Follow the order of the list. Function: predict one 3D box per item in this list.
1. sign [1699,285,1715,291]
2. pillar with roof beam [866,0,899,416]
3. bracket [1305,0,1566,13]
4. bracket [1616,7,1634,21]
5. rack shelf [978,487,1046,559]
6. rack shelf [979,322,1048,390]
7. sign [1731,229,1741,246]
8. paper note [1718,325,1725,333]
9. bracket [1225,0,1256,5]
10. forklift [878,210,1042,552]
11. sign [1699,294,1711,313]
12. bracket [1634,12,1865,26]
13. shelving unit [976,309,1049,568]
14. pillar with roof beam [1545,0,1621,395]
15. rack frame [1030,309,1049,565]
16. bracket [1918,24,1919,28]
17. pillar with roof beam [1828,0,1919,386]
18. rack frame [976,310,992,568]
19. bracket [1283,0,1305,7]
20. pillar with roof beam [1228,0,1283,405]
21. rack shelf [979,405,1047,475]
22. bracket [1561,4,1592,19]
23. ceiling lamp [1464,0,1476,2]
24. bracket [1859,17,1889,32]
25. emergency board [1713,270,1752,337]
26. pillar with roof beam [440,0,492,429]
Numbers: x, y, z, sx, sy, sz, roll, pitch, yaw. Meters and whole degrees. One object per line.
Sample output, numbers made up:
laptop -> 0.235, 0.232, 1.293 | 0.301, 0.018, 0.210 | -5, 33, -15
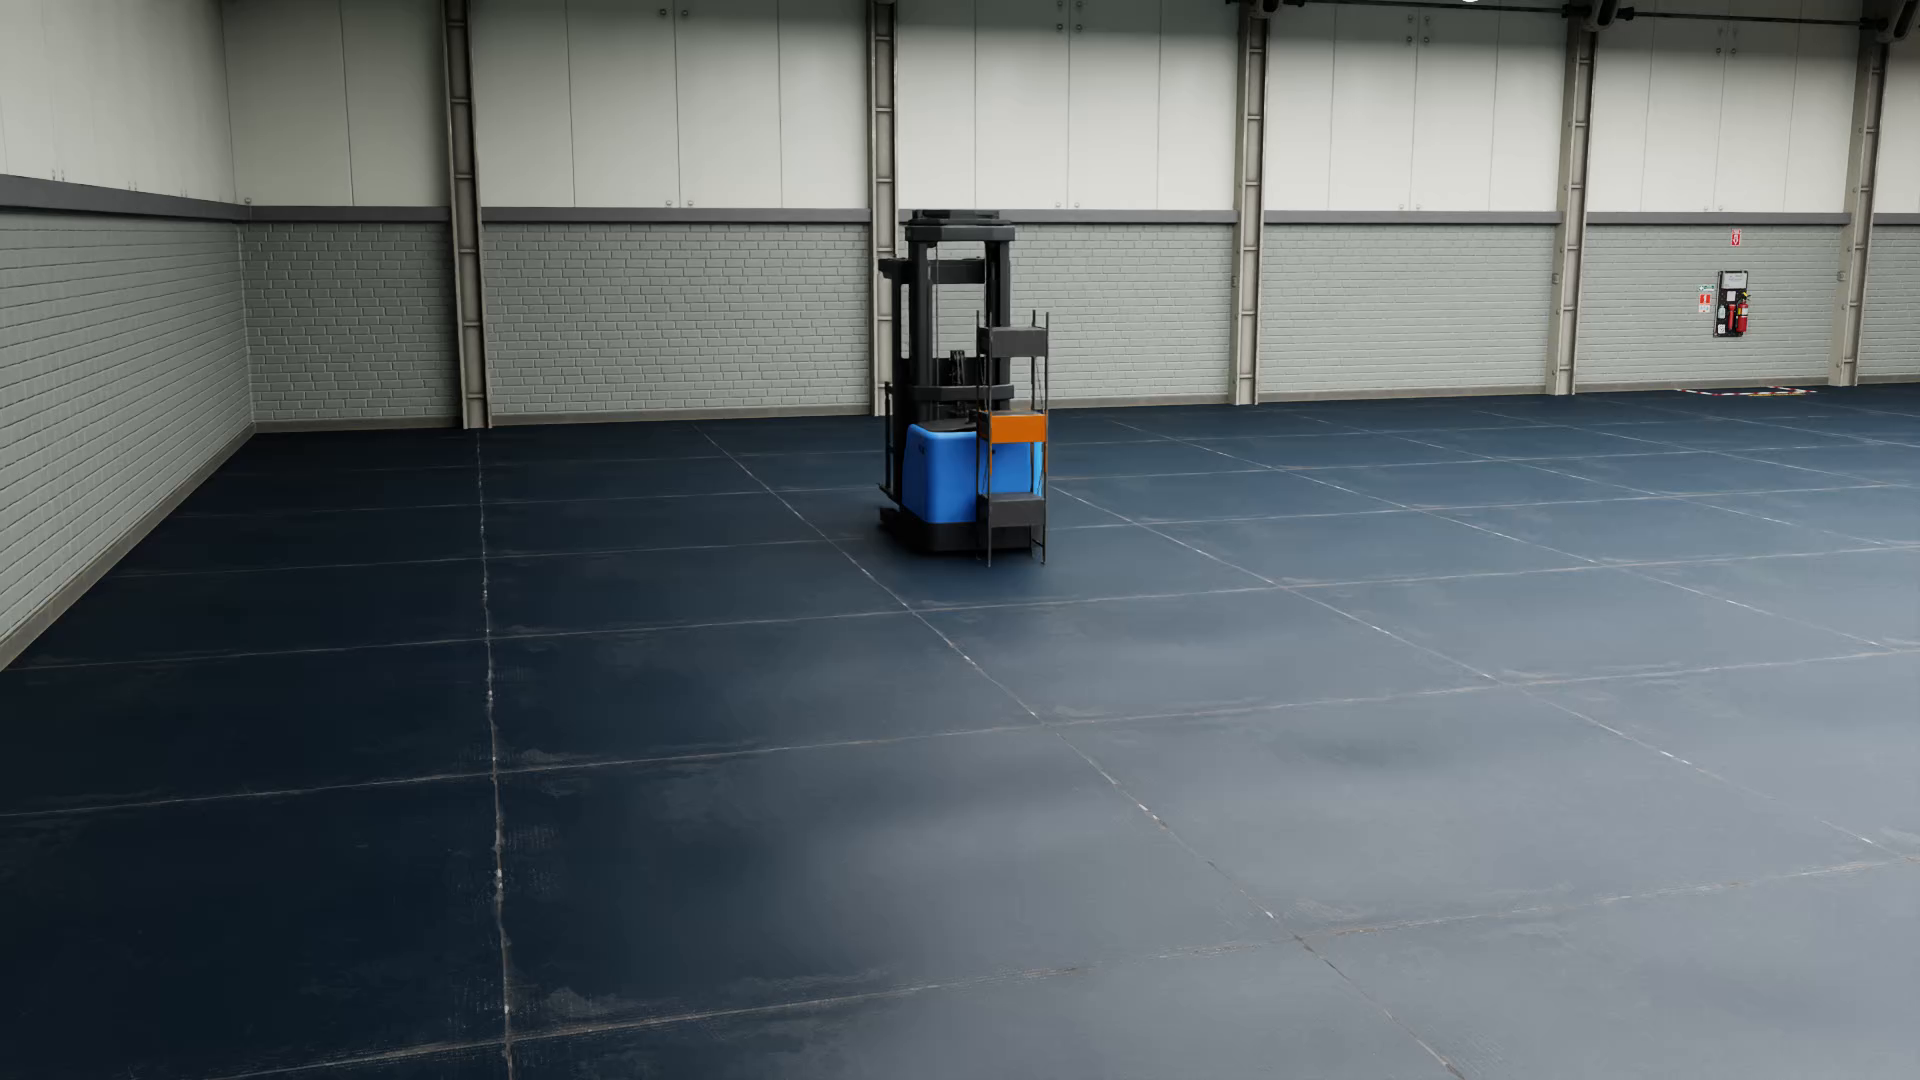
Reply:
sign -> 13.196, -4.454, 29.391 | 0.331, 0.109, 0.001 | -3, 11, -16
pillar with roof beam -> 0.053, -5.596, 20.591 | 0.548, 9.000, 9.100 | -3, 11, -16
bracket -> 7.582, -8.508, 26.467 | 4.783, 0.066, 0.076 | -3, 11, -16
bracket -> 10.869, -8.682, 27.408 | 0.430, 0.232, 0.235 | -3, 11, -16
rack shelf -> 0.429, -0.148, 13.982 | 0.480, 0.518, 0.431 | -3, 11, -15
rack shelf -> 0.431, -1.523, 13.718 | 0.480, 0.518, 0.431 | -3, 11, -15
sign -> 13.714, -5.344, 29.386 | 0.199, 0.298, 0.001 | -3, 11, -16
paper note -> 13.560, -3.757, 29.600 | 0.142, 0.148, 0.016 | -3, 11, -16
bracket -> 4.311, -8.336, 25.530 | 0.430, 0.232, 0.235 | -3, 11, -16
forklift -> -0.136, -1.559, 15.422 | 1.130, 2.935, 3.031 | -3, 11, -14
sign -> 13.189, -4.194, 29.446 | 0.234, 0.329, 0.001 | -3, 11, -16
bracket -> 13.343, -8.812, 28.116 | 4.783, 0.066, 0.076 | -3, 11, -16
shelving unit -> 0.430, -0.849, 13.847 | 0.503, 2.100, 0.431 | -3, 11, -15
pillar with roof beam -> 11.575, -6.204, 23.890 | 0.548, 9.000, 9.100 | -3, 11, -16
rack frame -> 0.665, -0.860, 13.910 | 0.015, 2.100, 0.400 | -3, 11, -15
bracket -> 19.104, -9.116, 29.766 | 4.783, 0.066, 0.076 | -3, 11, -16
pillar with roof beam -> 17.336, -6.507, 25.539 | 0.548, 9.000, 9.100 | -3, 11, -16
rack frame -> 0.194, -0.837, 13.784 | 0.015, 2.100, 0.400 | -3, 11, -15
bracket -> 5.108, -8.378, 25.759 | 0.430, 0.232, 0.235 | -3, 11, -16
pillar with roof beam -> 5.814, -5.900, 22.241 | 0.548, 9.000, 9.100 | -3, 11, -16
rack shelf -> 0.430, -0.835, 13.850 | 0.480, 0.518, 0.431 | -3, 11, -15
bracket -> 10.072, -8.640, 27.180 | 0.430, 0.232, 0.235 | -3, 11, -16
ceiling lamp -> 7.175, -7.173, 21.715 | 0.237, 0.041, 1.941 | -3, 11, -16
bracket -> 15.833, -8.943, 28.829 | 0.430, 0.232, 0.235 | -3, 11, -16
emergency board -> 13.749, -4.187, 29.504 | 0.643, 1.169, 0.194 | -3, 11, -16
pillar with roof beam -> -5.708, -5.293, 18.942 | 0.400, 9.000, 9.100 | -3, 11, -16
